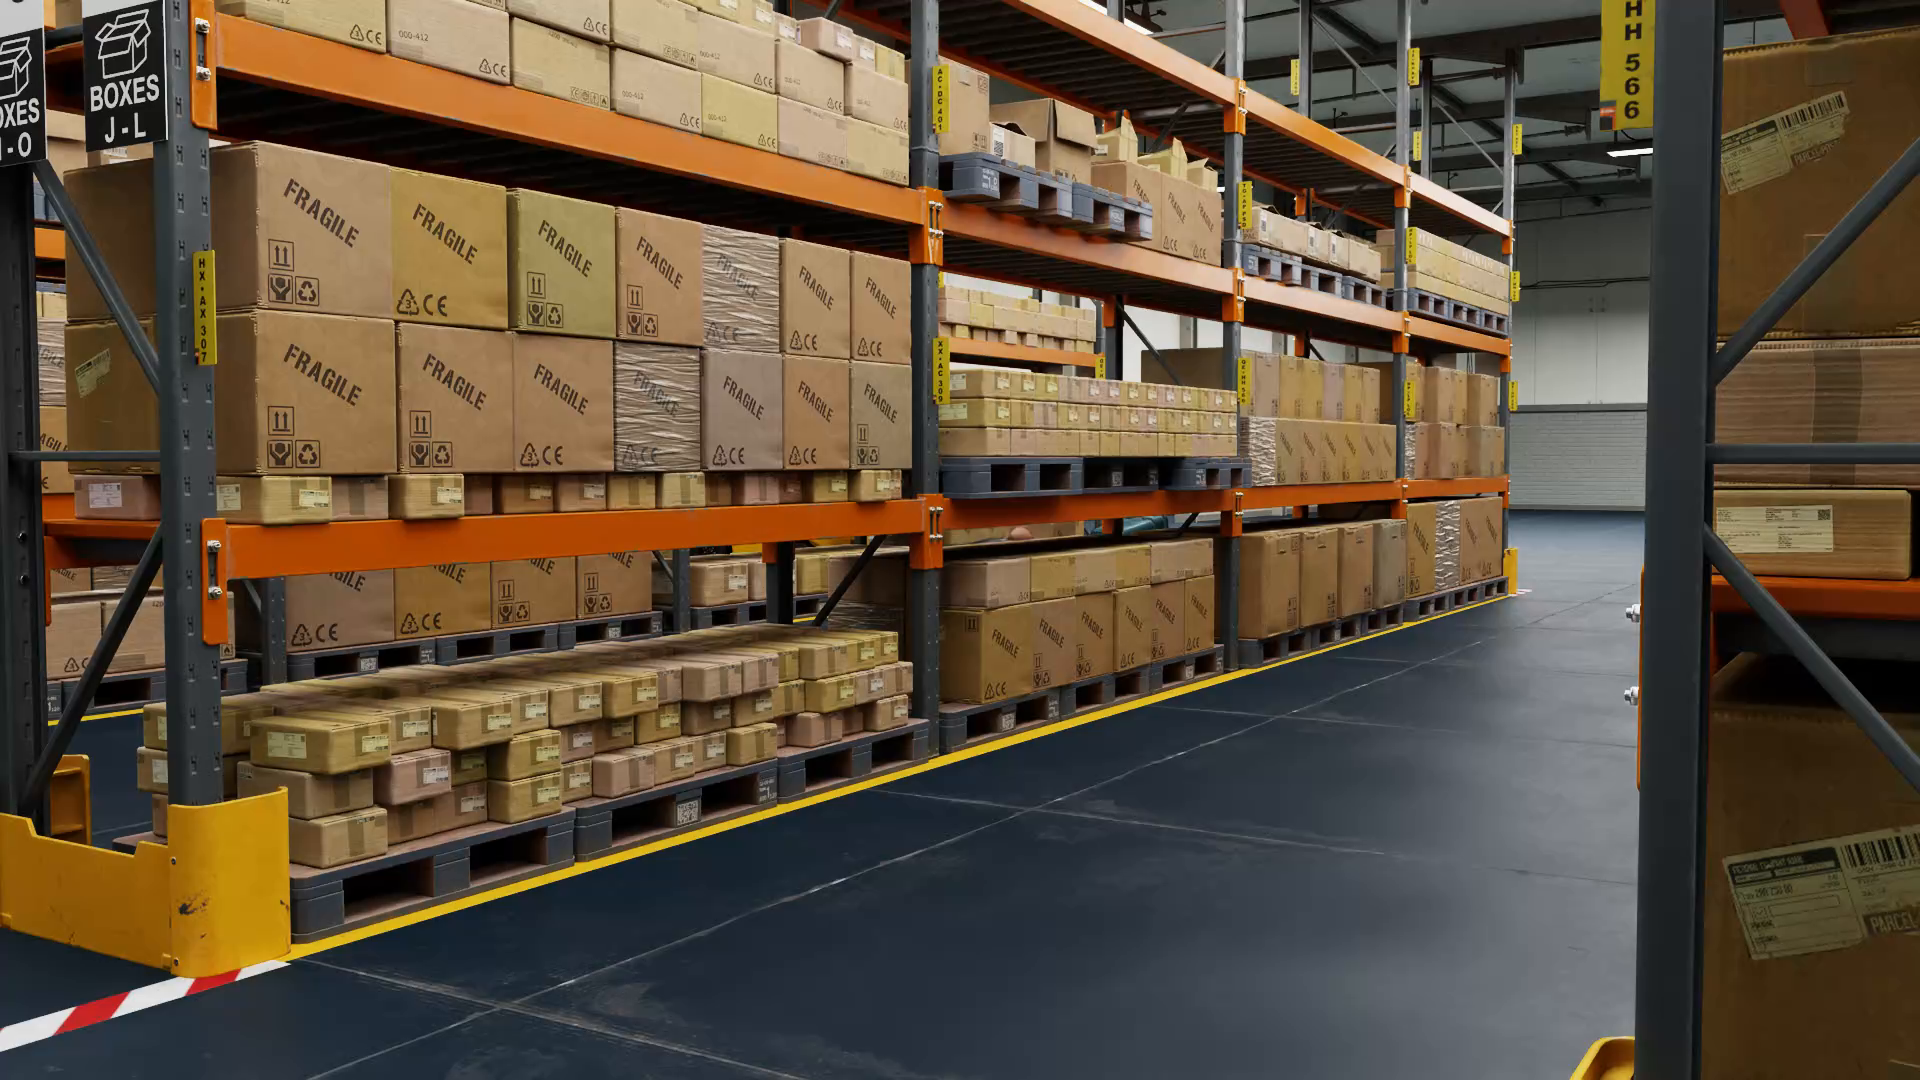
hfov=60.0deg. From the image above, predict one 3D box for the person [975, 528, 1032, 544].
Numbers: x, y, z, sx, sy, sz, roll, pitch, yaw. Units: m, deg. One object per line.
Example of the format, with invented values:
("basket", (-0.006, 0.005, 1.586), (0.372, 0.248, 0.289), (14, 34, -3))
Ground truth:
("person", (0.223, 0.377, 13.288), (0.872, 0.963, 0.530), (2, 3, 31))
